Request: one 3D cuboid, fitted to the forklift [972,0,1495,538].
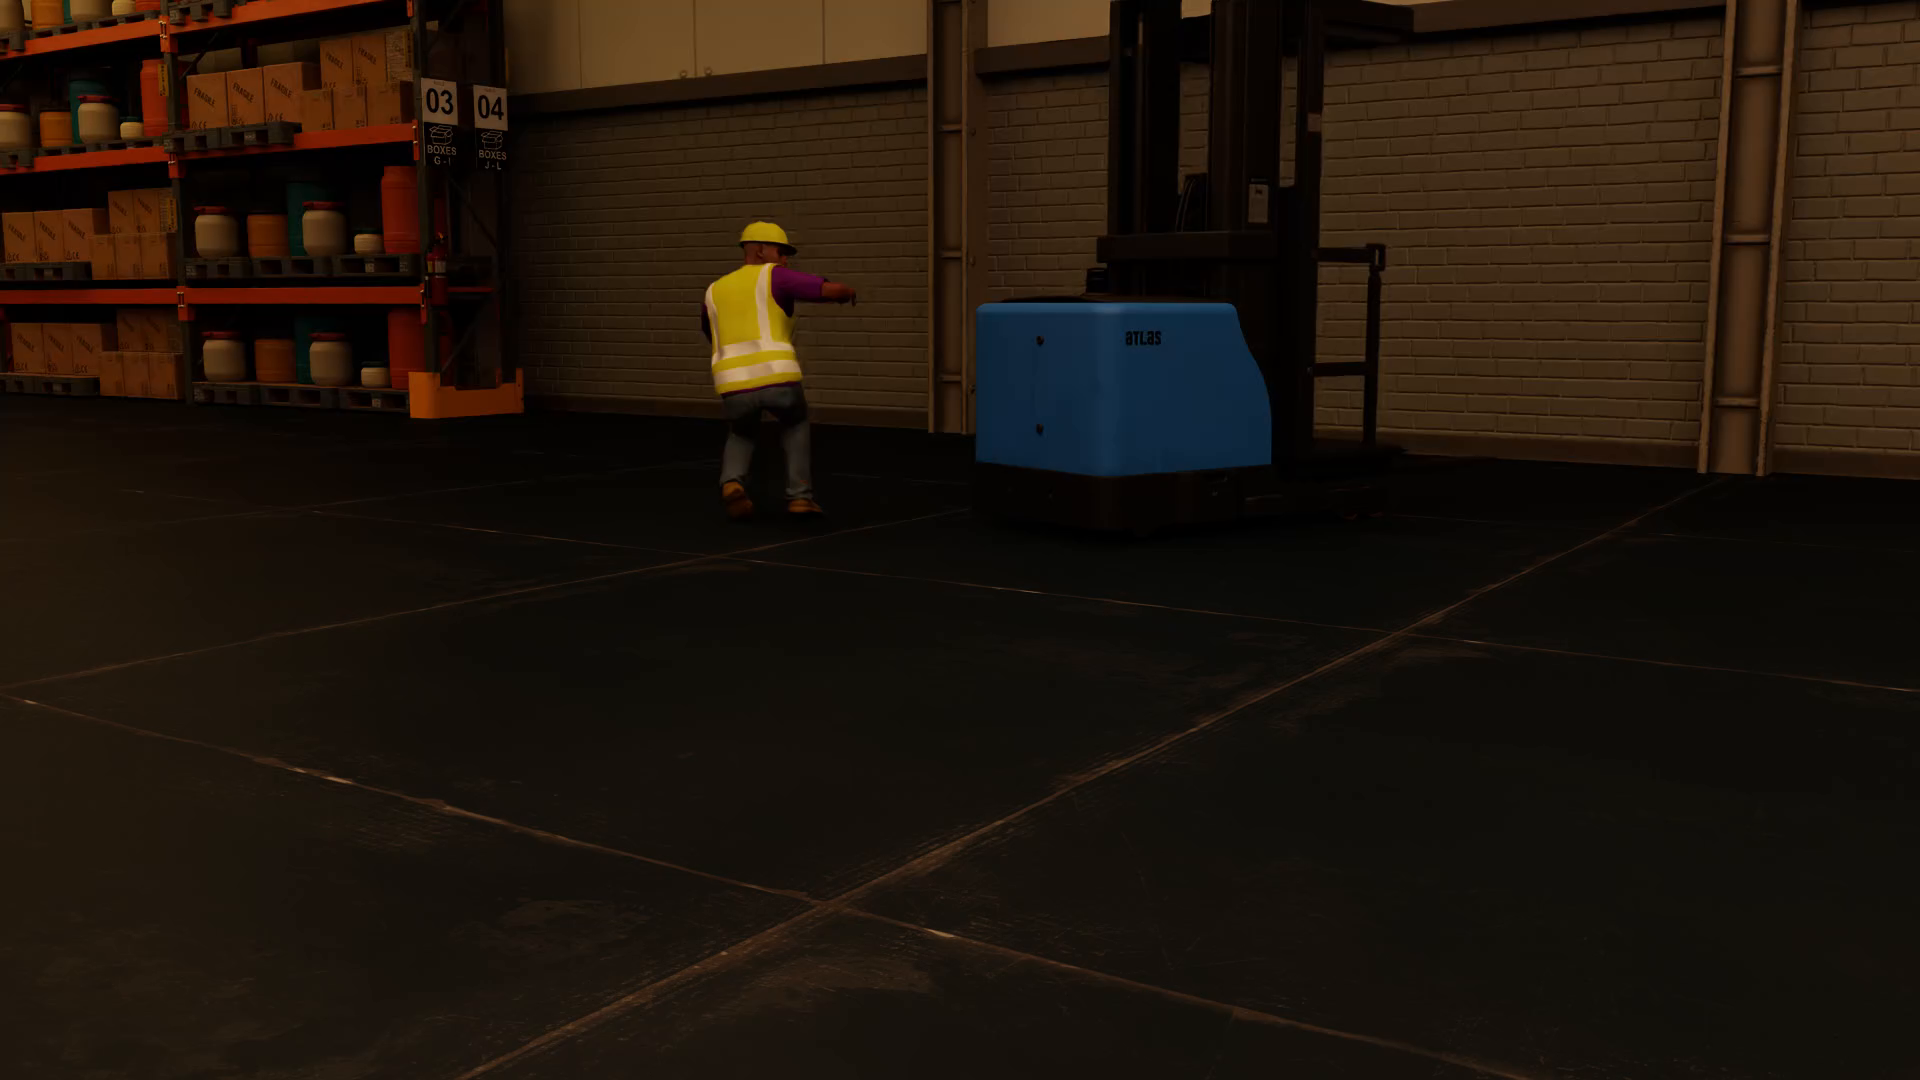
[{"bbox_3d":[1.551,-1.600,8.442,3.031,2.935,1.130,-6,10,-36],"label":"forklift"}]

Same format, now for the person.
[{"bbox_3d":[-0.908,-0.849,8.358,0.837,1.479,0.992,1,8,9],"label":"person"}]
